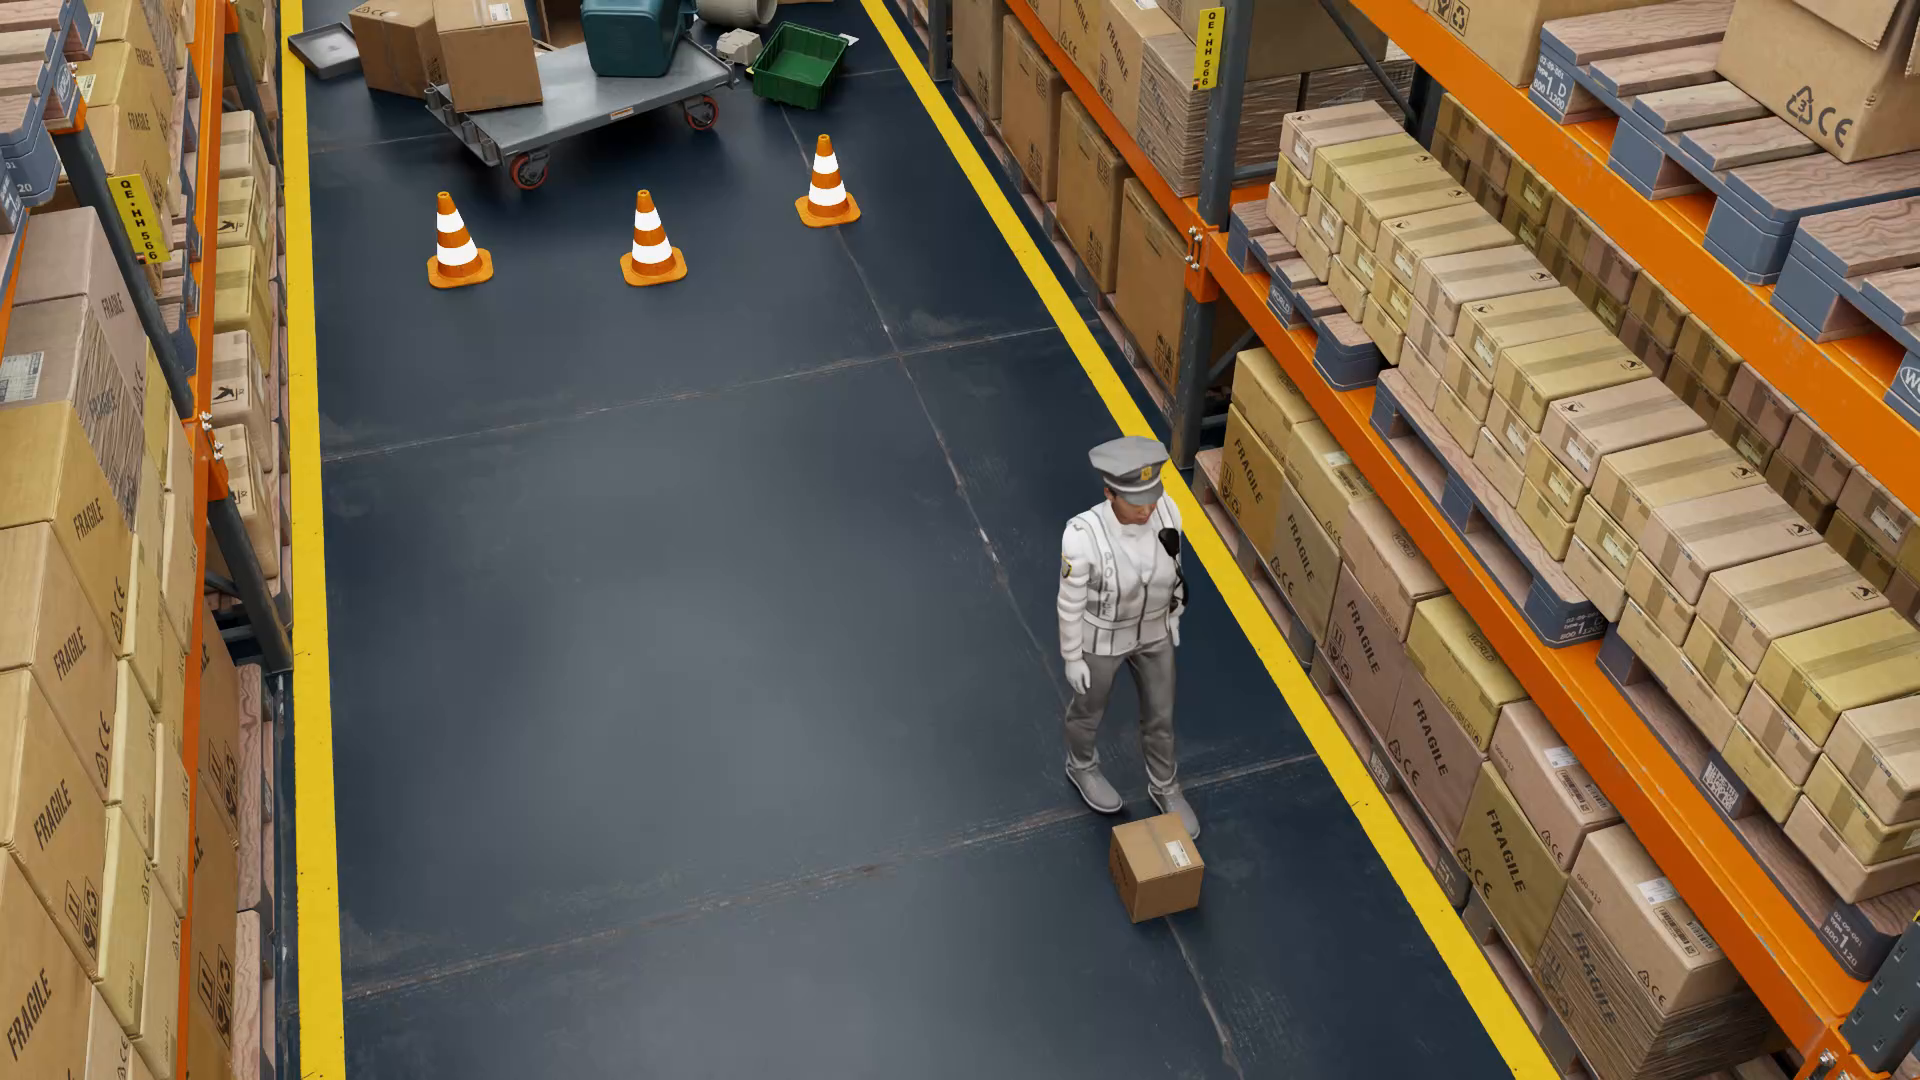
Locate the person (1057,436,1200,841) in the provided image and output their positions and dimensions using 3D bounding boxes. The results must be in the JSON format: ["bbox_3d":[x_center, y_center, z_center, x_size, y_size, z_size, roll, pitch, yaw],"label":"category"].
[{"bbox_3d":[0.610,0.386,5.709,0.495,1.679,0.533,-17,45,-18],"label":"person"}]
